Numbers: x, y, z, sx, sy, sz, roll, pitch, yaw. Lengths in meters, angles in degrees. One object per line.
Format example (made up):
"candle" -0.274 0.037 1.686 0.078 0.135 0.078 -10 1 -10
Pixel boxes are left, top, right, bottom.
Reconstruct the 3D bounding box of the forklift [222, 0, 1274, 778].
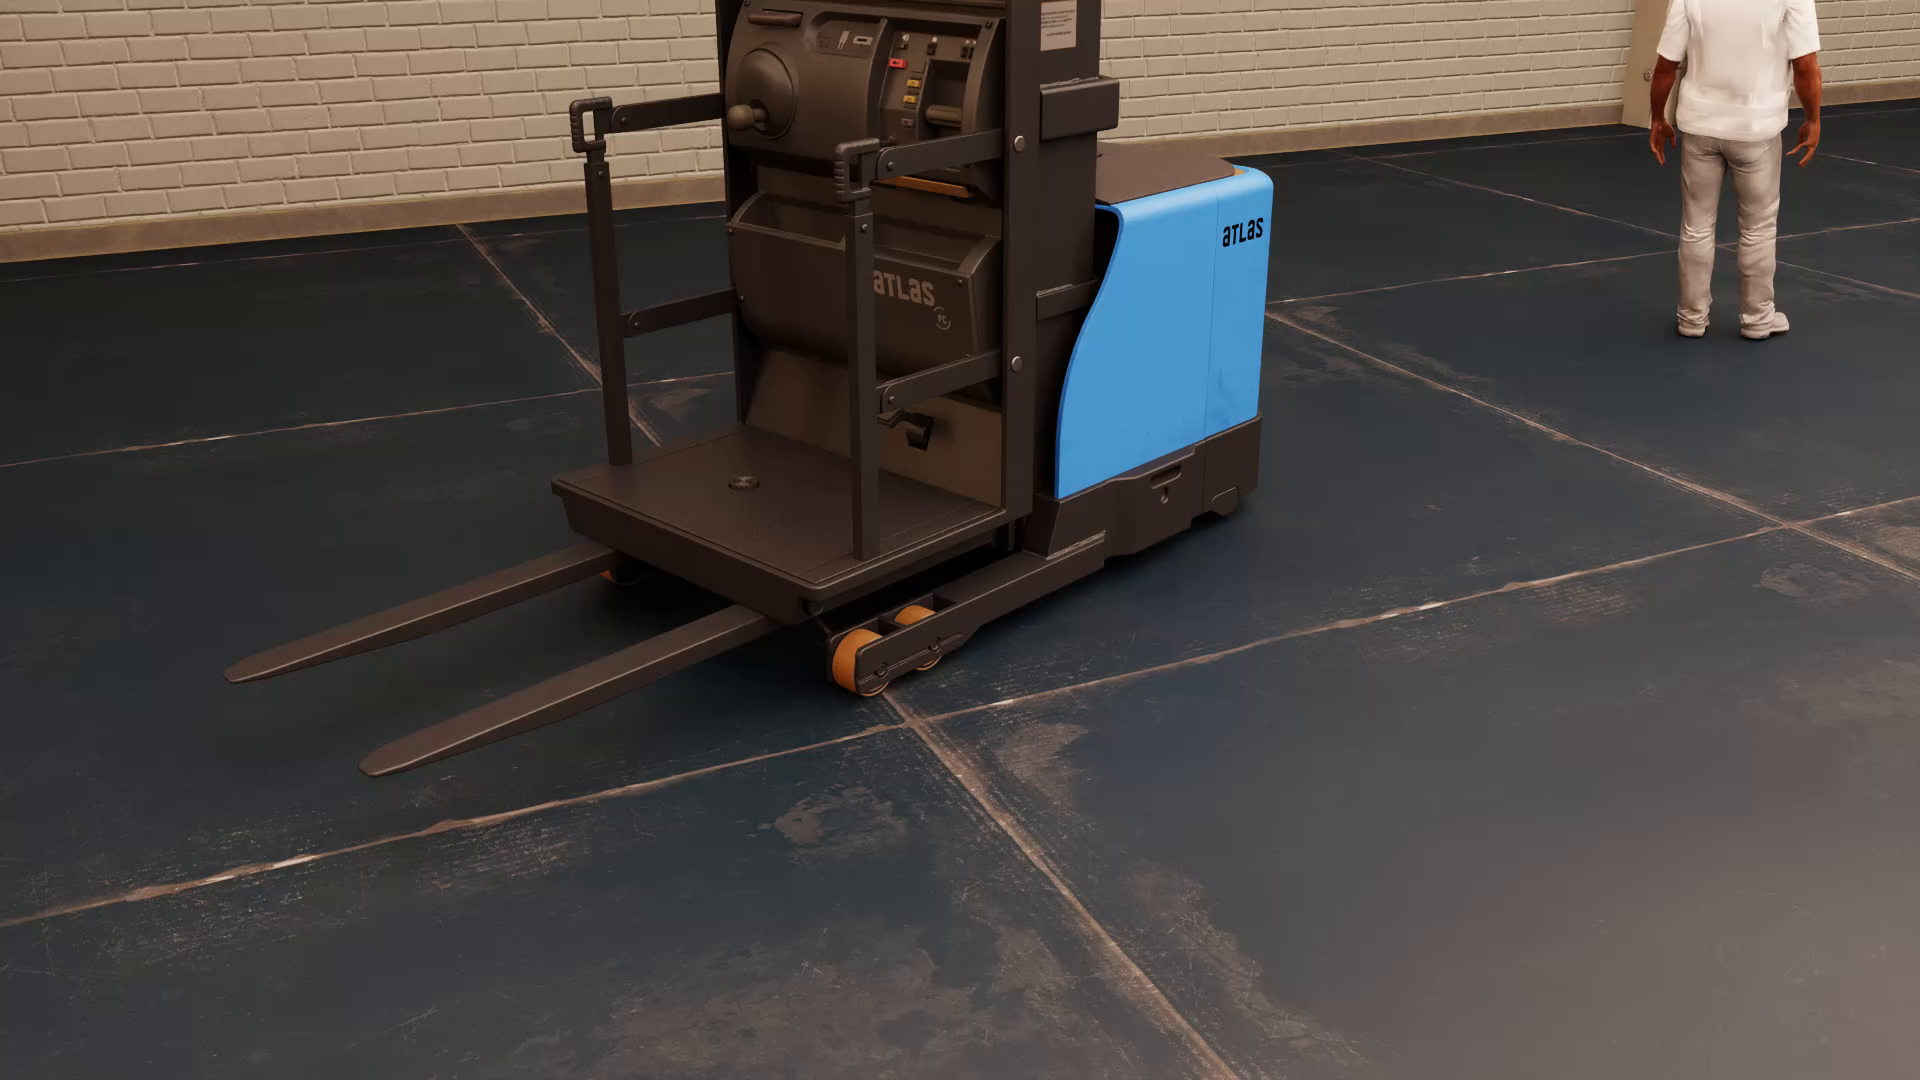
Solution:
"forklift" -0.413 -1.182 4.131 1.130 2.935 3.031 19 29 39

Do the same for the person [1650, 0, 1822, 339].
"person" 3.246 -1.735 6.963 0.666 1.767 0.576 16 27 33
